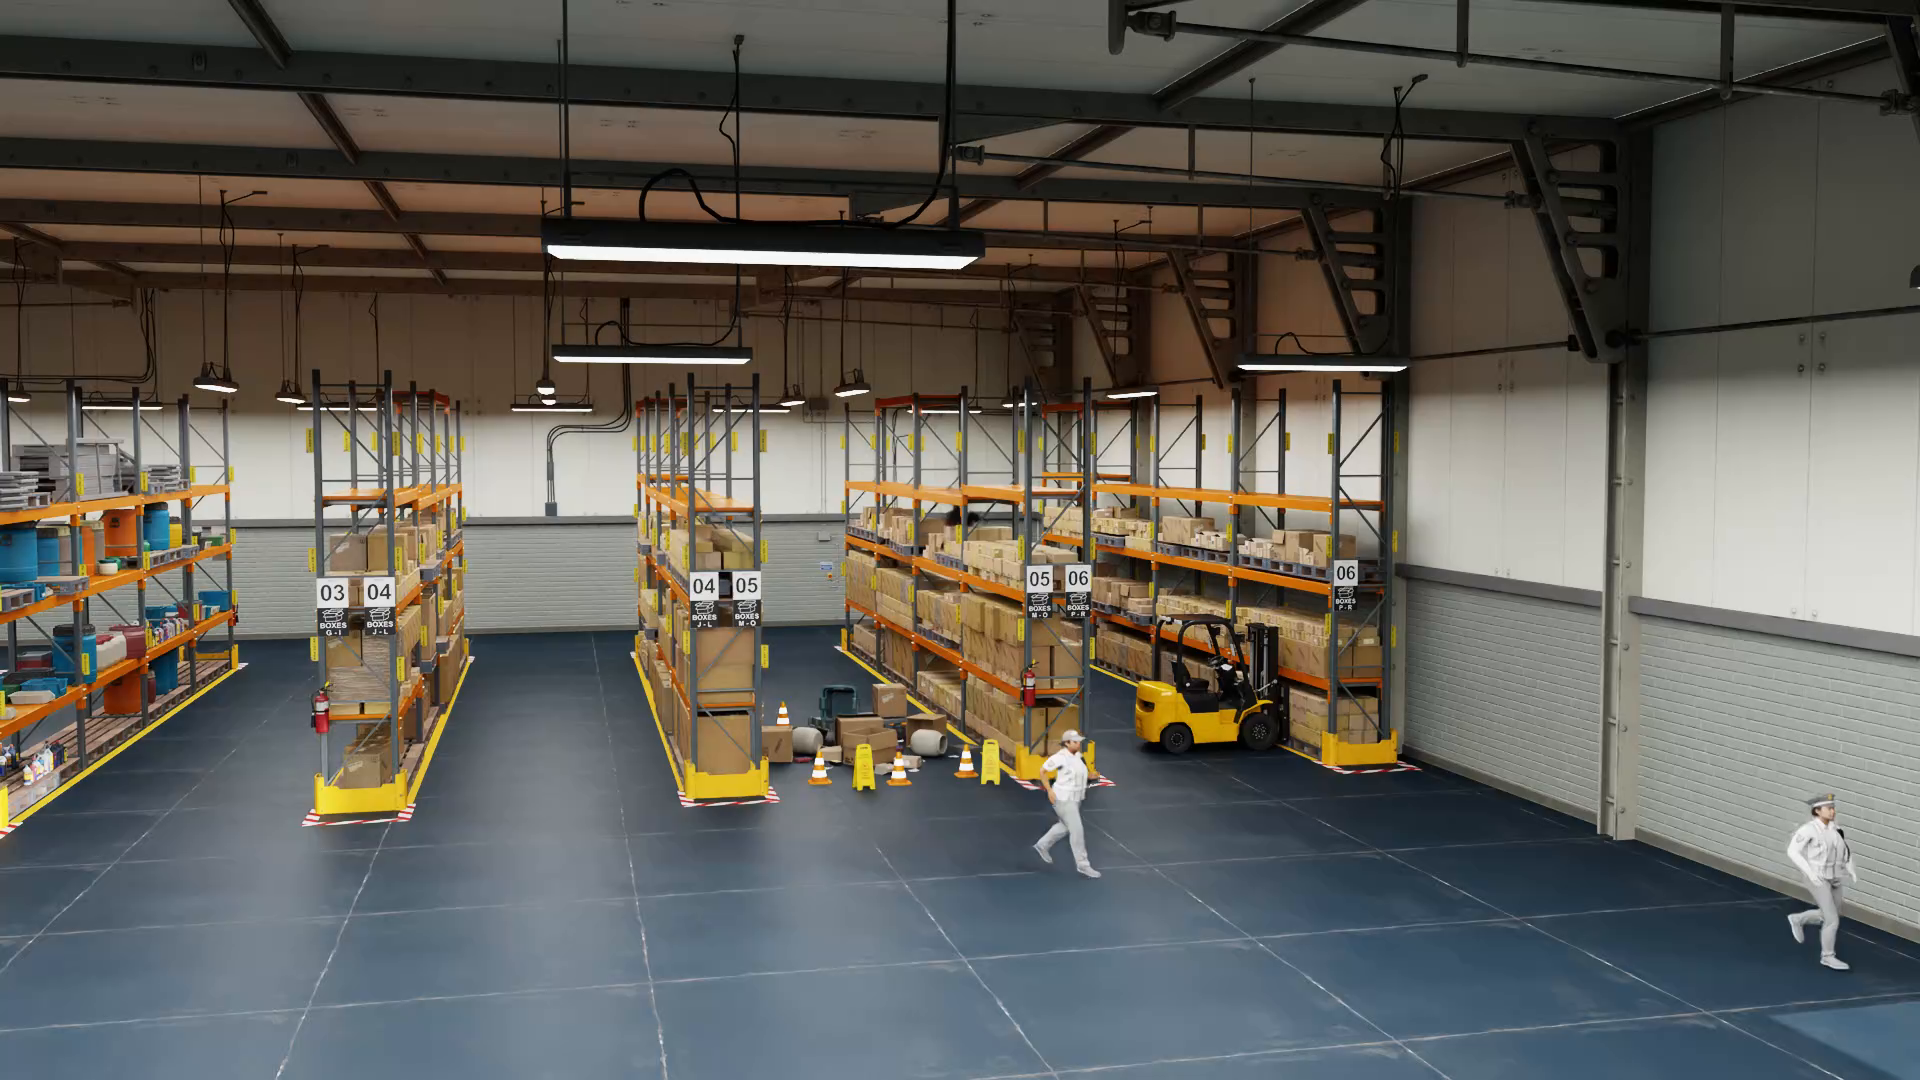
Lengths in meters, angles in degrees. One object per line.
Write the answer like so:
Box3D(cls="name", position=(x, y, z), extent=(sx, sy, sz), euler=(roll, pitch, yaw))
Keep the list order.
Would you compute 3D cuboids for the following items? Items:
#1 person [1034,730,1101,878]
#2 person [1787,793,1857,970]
Box3D(cls="person", position=(1.254, 3.030, 19.333), extent=(0.903, 1.668, 0.599), euler=(2, 4, 32))
Box3D(cls="person", position=(8.274, 3.239, 16.040), extent=(0.655, 1.653, 0.739), euler=(-1, 4, -22))
